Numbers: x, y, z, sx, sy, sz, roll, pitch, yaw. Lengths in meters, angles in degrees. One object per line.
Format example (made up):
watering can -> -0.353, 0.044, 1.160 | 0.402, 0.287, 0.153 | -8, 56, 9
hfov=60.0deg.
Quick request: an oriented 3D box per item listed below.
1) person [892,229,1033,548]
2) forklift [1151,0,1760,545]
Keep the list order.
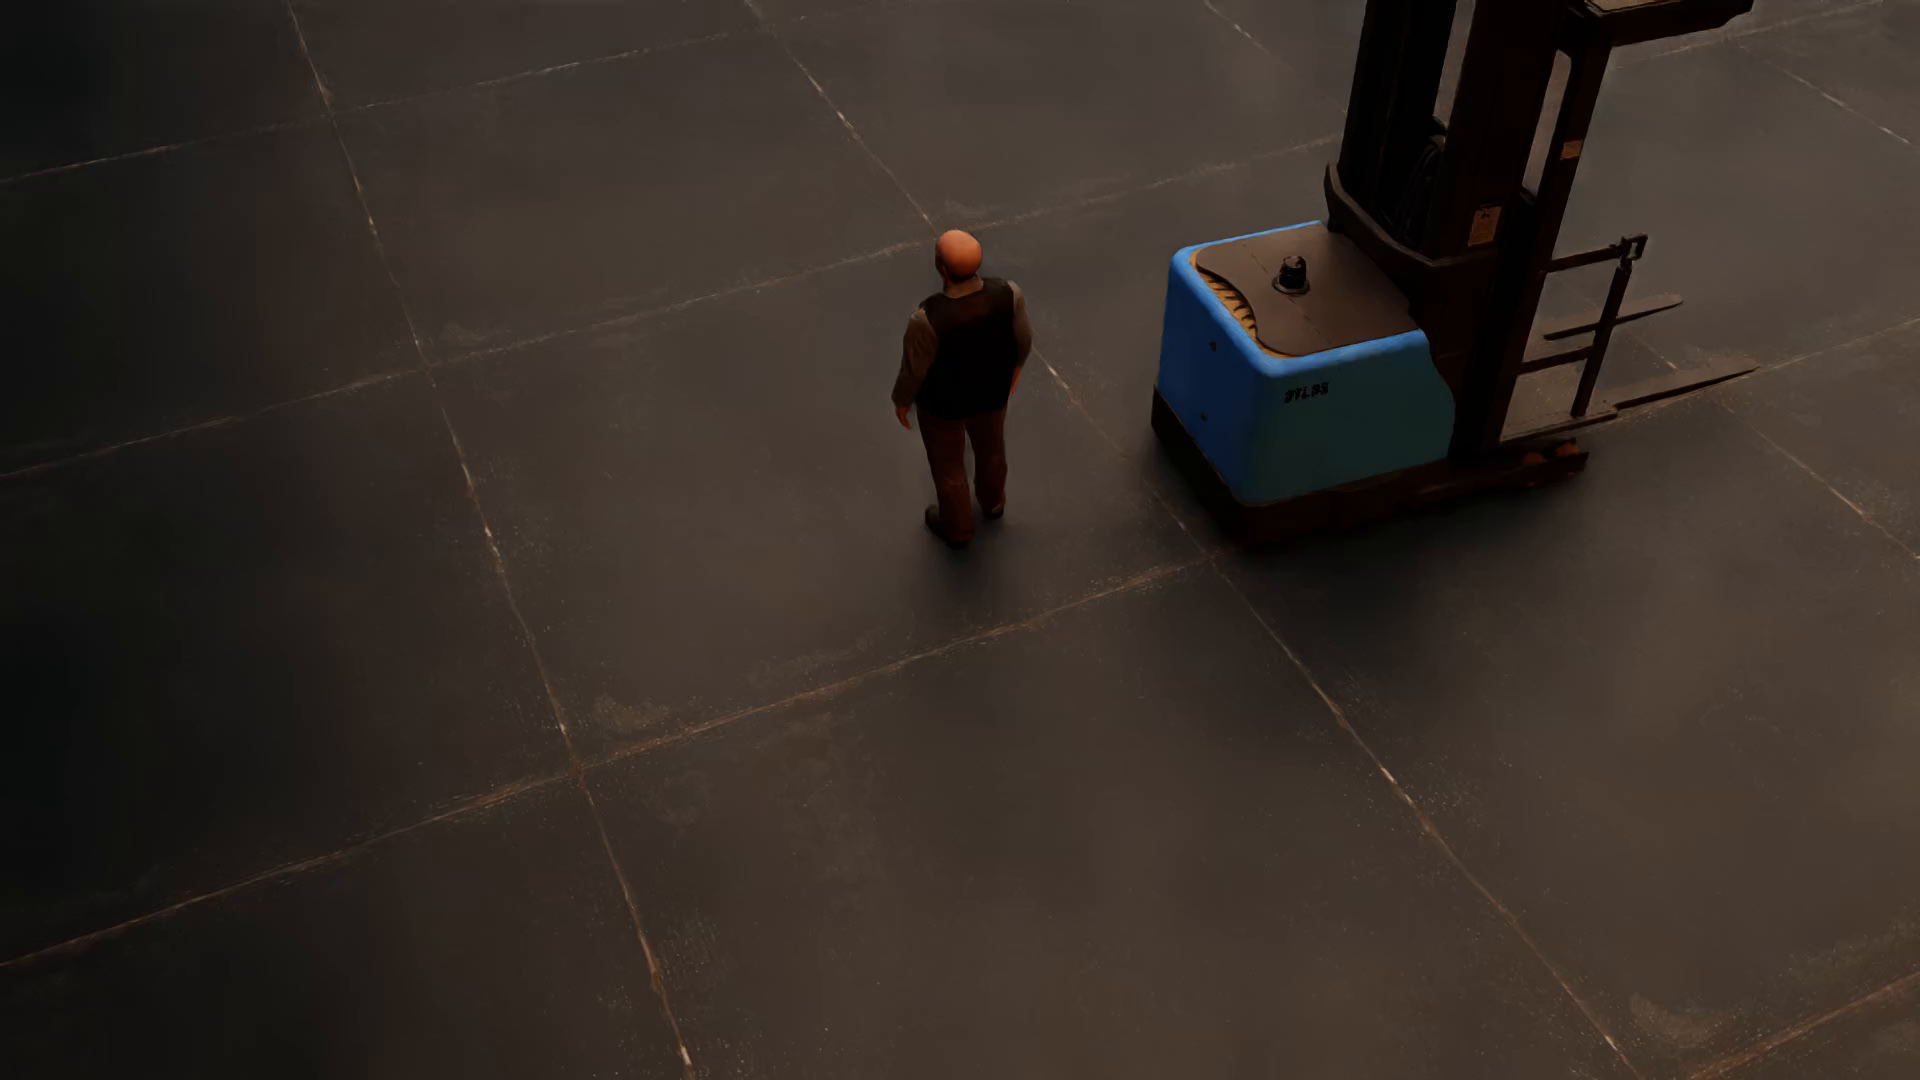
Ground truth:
person -> -0.019, -0.676, 7.280 | 0.632, 1.720, 0.567 | -18, 46, -18
forklift -> 2.532, -1.662, 7.461 | 3.031, 2.935, 1.130 | -14, 45, -14
